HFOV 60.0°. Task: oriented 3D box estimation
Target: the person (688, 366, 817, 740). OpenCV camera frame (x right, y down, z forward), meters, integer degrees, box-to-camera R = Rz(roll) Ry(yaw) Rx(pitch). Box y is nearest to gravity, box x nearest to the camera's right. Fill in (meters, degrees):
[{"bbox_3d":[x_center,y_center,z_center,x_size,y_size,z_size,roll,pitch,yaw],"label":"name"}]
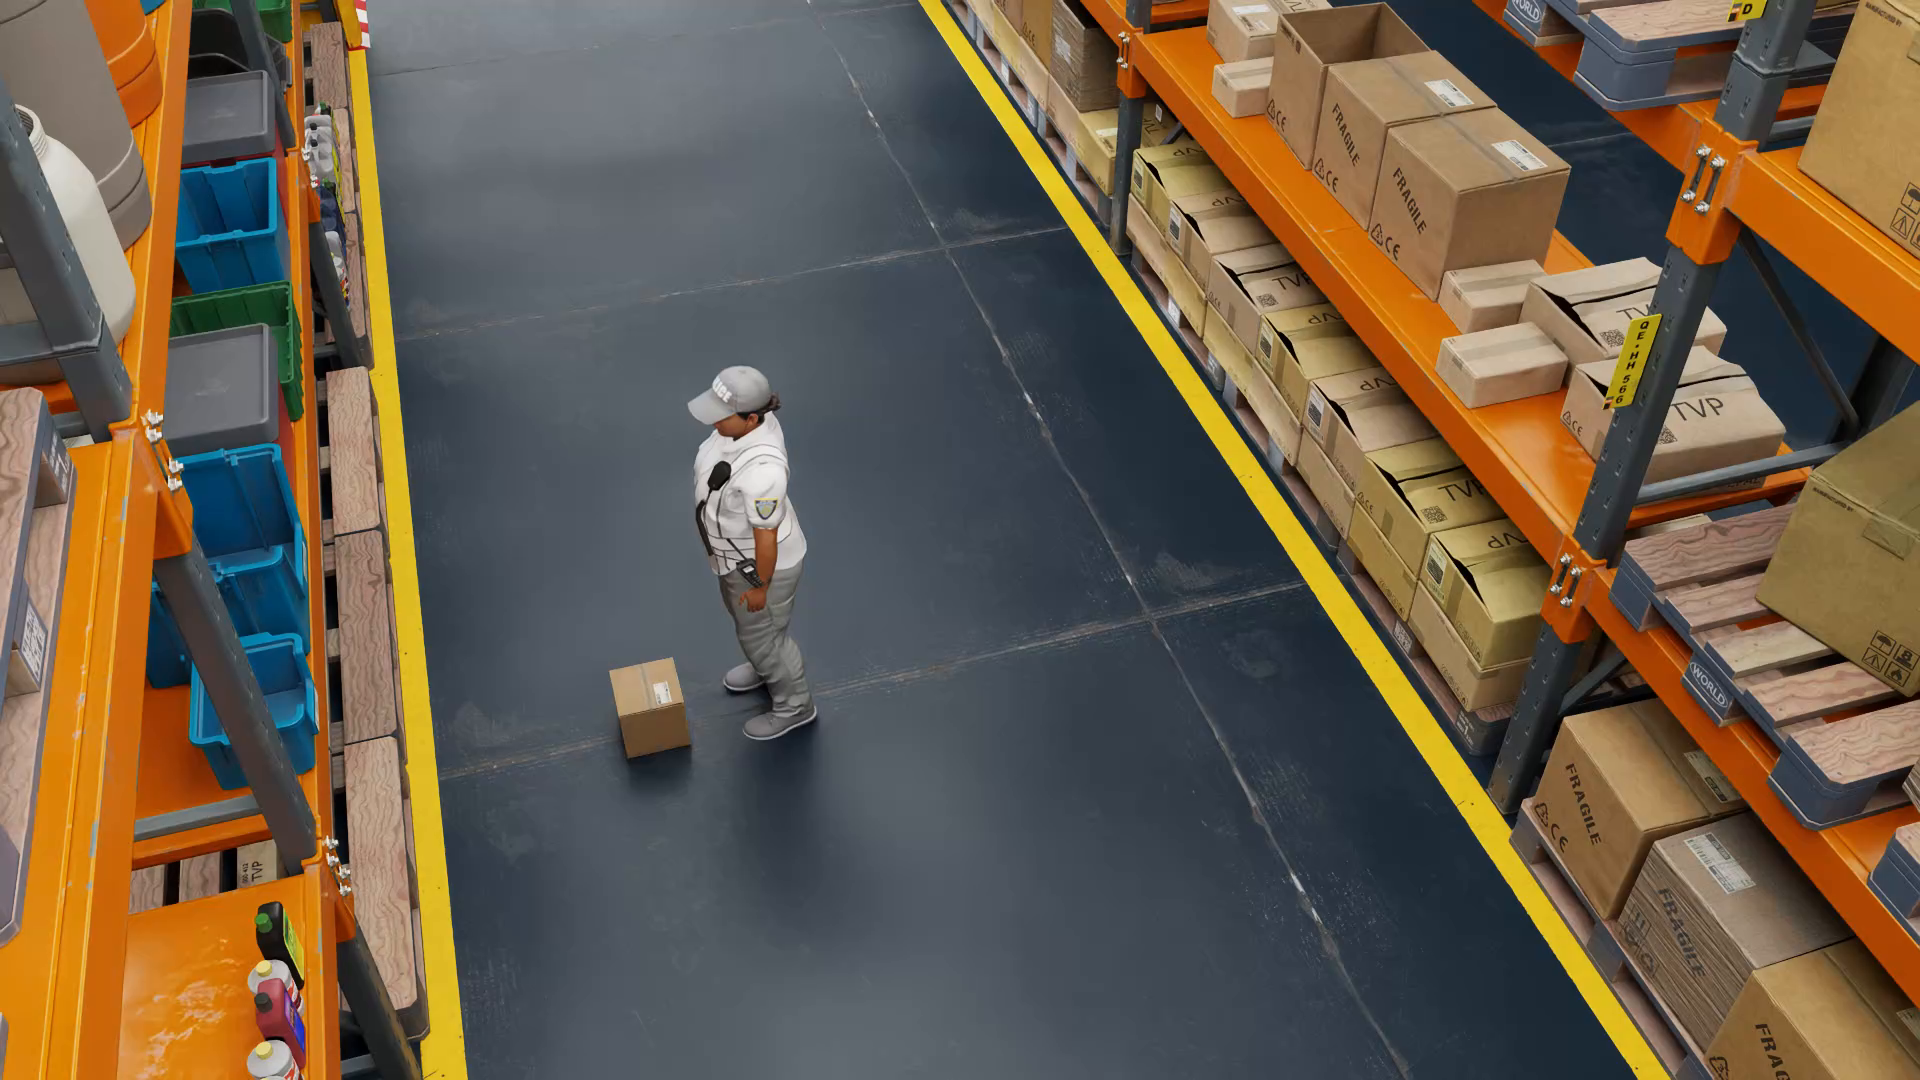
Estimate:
[{"bbox_3d":[-0.764,0.054,6.114,0.390,1.669,0.467,-11,44,-12],"label":"person"}]
